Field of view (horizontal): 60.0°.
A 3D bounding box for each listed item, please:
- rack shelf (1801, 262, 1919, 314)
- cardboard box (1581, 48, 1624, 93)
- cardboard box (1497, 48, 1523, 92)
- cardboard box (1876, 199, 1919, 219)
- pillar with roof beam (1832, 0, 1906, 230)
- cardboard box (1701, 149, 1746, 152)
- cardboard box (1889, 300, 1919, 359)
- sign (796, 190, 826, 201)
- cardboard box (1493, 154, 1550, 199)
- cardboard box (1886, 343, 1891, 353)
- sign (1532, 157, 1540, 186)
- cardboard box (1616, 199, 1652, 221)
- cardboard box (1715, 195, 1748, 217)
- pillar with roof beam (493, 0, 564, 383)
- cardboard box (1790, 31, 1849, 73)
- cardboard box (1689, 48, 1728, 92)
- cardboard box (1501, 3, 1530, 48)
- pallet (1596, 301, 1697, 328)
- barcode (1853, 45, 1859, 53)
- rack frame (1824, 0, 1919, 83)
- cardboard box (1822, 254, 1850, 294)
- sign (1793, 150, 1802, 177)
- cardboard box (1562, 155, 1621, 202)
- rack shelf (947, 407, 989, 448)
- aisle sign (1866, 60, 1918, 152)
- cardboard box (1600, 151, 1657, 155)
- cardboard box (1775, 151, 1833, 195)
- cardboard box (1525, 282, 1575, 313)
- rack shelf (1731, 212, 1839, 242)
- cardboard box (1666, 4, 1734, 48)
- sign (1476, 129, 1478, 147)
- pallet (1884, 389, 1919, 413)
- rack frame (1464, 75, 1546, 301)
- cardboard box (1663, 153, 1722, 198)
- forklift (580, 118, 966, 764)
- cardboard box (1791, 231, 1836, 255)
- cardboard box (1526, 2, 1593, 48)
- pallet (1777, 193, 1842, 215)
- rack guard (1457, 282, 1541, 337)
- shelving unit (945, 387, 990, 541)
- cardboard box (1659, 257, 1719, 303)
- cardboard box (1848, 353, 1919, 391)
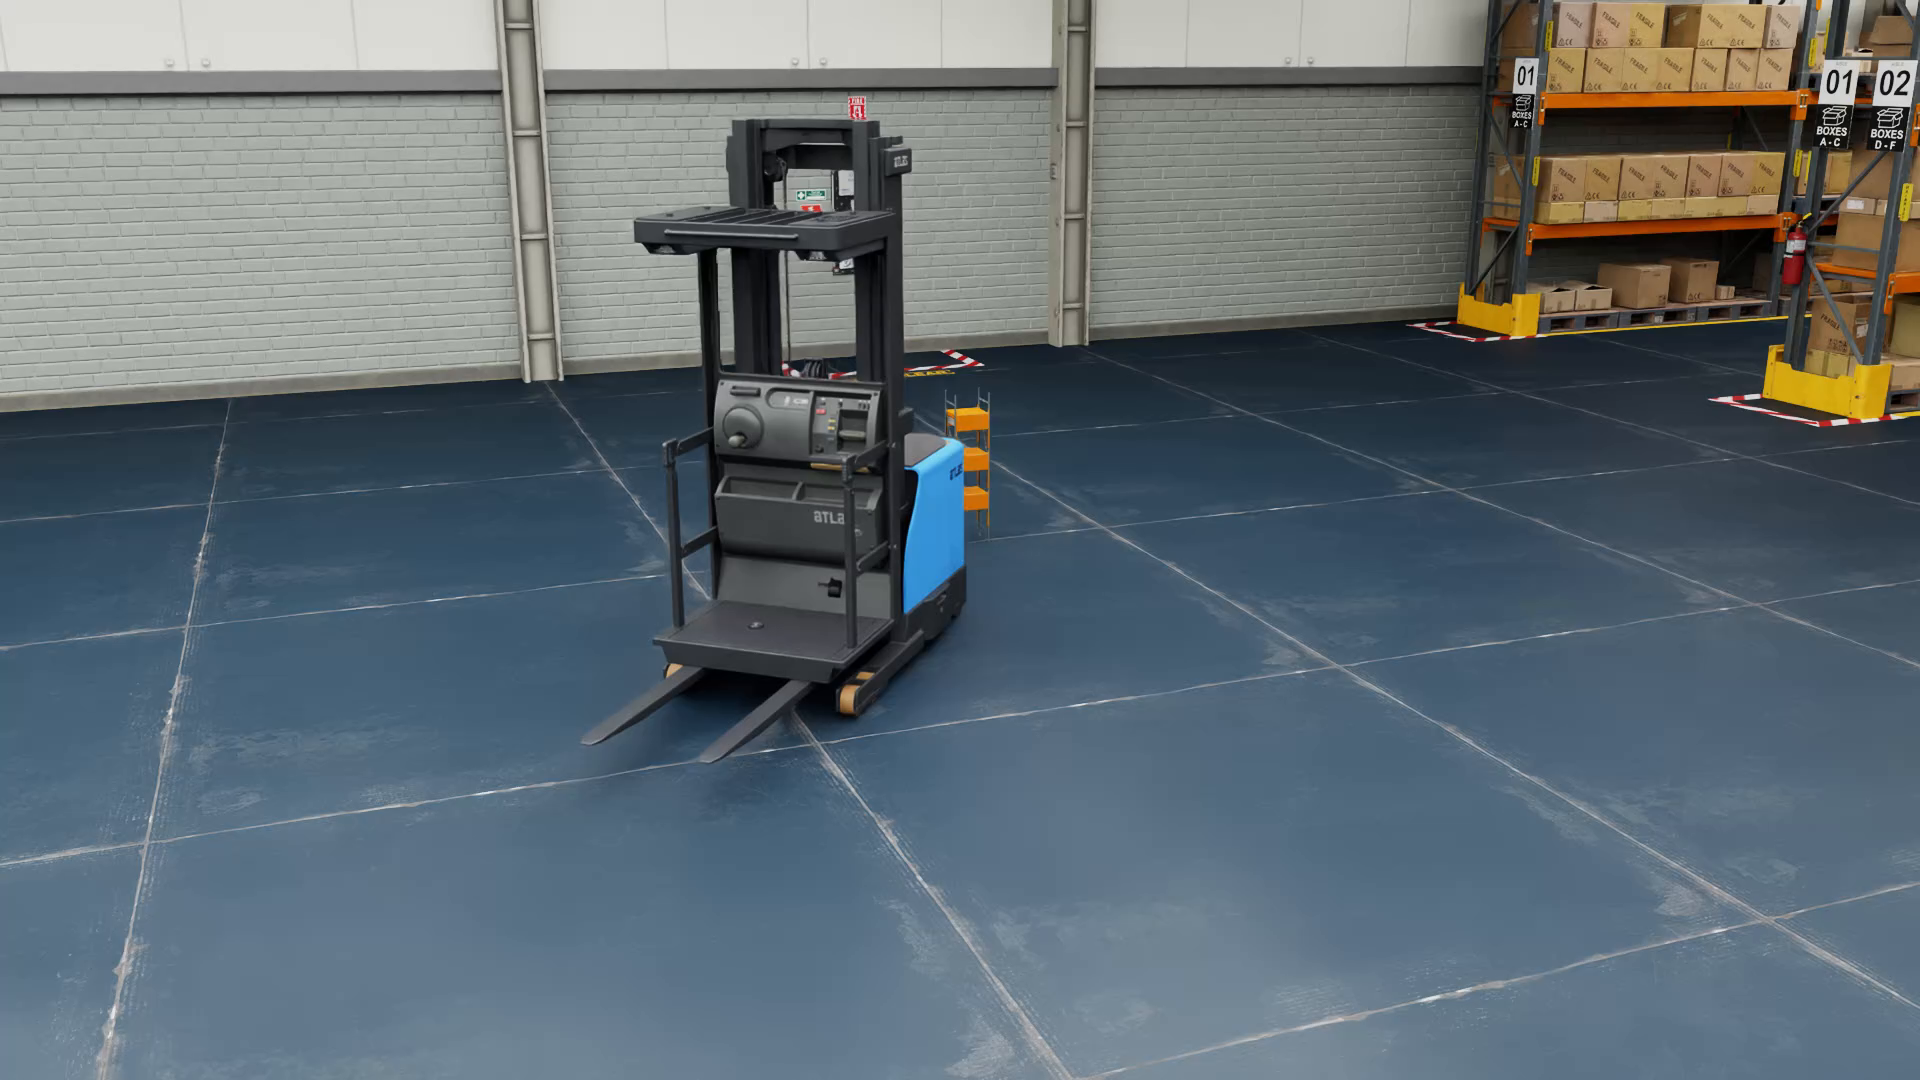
[{"bbox_3d":[10.161,-2.582,16.345,4.000,0.370,1.077,-6,17,-20],"label":"rack shelf"},{"bbox_3d":[7.434,-5.538,19.597,0.500,0.500,0.500,-5,17,-16],"label":"cardboard box"},{"bbox_3d":[6.817,-5.634,19.924,0.500,0.500,0.500,-5,17,-16],"label":"cardboard box"},{"bbox_3d":[8.737,-3.068,15.393,0.250,0.149,0.380,-6,18,-20],"label":"cardboard box"},{"bbox_3d":[14.005,-6.678,18.367,0.400,9.000,9.100,-6,17,-20],"label":"pillar with roof beam"},{"bbox_3d":[9.739,-4.737,21.306,0.500,0.500,0.500,-7,18,-21],"label":"cardboard box"},{"bbox_3d":[9.340,-2.014,15.938,0.500,0.500,0.500,-6,17,-20],"label":"cardboard box"},{"bbox_3d":[-1.608,-3.724,17.951,0.331,0.109,0.001,-6,17,-20],"label":"sign"},{"bbox_3d":[6.882,-4.430,20.259,0.500,0.500,0.500,-6,18,-21],"label":"cardboard box"},{"bbox_3d":[9.151,-1.793,16.516,0.500,0.250,0.500,-6,17,-20],"label":"cardboard box"},{"bbox_3d":[6.712,-4.301,19.386,0.005,0.325,0.100,-6,17,-20],"label":"sign"},{"bbox_3d":[8.045,-4.038,20.256,0.500,0.250,0.500,-6,18,-21],"label":"cardboard box"},{"bbox_3d":[9.451,-4.194,20.788,0.500,0.250,0.500,-6,17,-20],"label":"cardboard box"},{"bbox_3d":[-2.803,-4.863,12.187,0.400,9.000,9.100,-6,17,-20],"label":"pillar with roof beam"},{"bbox_3d":[10.792,-6.155,20.987,0.500,0.500,0.500,-4,17,-12],"label":"cardboard box"},{"bbox_3d":[8.889,-5.699,20.146,0.500,0.500,0.500,-7,18,-22],"label":"cardboard box"},{"bbox_3d":[6.827,-6.118,19.796,0.500,0.500,0.500,-5,17,-18],"label":"cardboard box"},{"bbox_3d":[8.497,-2.893,21.075,1.213,0.211,1.003,-6,17,-20],"label":"pallet"},{"bbox_3d":[8.403,-4.601,15.588,0.075,0.075,0.001,-6,17,-20],"label":"barcode"},{"bbox_3d":[8.294,-5.604,14.711,0.127,3.000,1.000,-6,17,-20],"label":"rack frame"},{"bbox_3d":[11.399,-3.588,22.147,0.500,0.500,0.700,-7,18,-21],"label":"cardboard box"},{"bbox_3d":[10.454,-4.705,20.762,0.005,0.325,0.100,-6,17,-20],"label":"sign"},{"bbox_3d":[7.536,-4.342,19.962,0.500,0.500,0.500,-6,17,-20],"label":"cardboard box"},{"bbox_3d":[0.050,-0.771,11.392,0.240,0.259,0.215,-6,17,-20],"label":"rack shelf"},{"bbox_3d":[8.342,-3.886,14.893,0.004,0.787,0.394,-6,17,-20],"label":"aisle sign"},{"bbox_3d":[8.307,-4.582,20.777,0.500,0.500,0.500,-6,17,-19],"label":"cardboard box"},{"bbox_3d":[10.740,-4.733,21.435,0.500,0.500,0.700,-6,17,-20],"label":"cardboard box"},{"bbox_3d":[7.196,-2.996,20.468,0.500,0.311,0.500,-8,18,-26],"label":"cardboard box"},{"bbox_3d":[12.120,-4.289,22.155,4.000,0.370,1.077,-6,17,-20],"label":"rack shelf"},{"bbox_3d":[8.890,-6.173,19.985,0.500,0.500,0.500,-7,18,-22],"label":"cardboard box"},{"bbox_3d":[6.338,-4.884,20.290,0.005,0.325,0.100,-6,17,-20],"label":"sign"},{"bbox_3d":[8.993,-1.476,16.250,1.213,0.211,1.003,-6,17,-20],"label":"pallet"},{"bbox_3d":[6.518,-4.029,19.994,0.127,3.000,1.000,-6,17,-20],"label":"rack frame"},{"bbox_3d":[8.984,-4.501,20.501,0.500,0.500,0.500,-7,18,-22],"label":"cardboard box"},{"bbox_3d":[-0.929,-0.631,8.544,1.130,2.935,3.031,6,17,19],"label":"forklift"},{"bbox_3d":[11.344,-3.927,21.974,0.500,0.250,0.500,-7,18,-21],"label":"cardboard box"},{"bbox_3d":[6.964,-5.980,19.328,0.500,0.500,0.500,-8,18,-24],"label":"cardboard box"},{"bbox_3d":[11.019,-4.379,21.526,1.213,0.211,1.003,-6,17,-20],"label":"pallet"},{"bbox_3d":[6.589,-2.837,20.372,0.348,0.500,1.175,-6,17,-20],"label":"rack guard"},{"bbox_3d":[0.050,-0.509,11.469,0.252,1.050,0.215,-6,17,-20],"label":"shelving unit"},{"bbox_3d":[9.298,-3.329,21.265,0.500,0.500,0.500,-8,18,-24],"label":"cardboard box"},{"bbox_3d":[8.874,-1.604,15.870,0.500,0.250,0.500,-6,17,-20],"label":"cardboard box"}]
